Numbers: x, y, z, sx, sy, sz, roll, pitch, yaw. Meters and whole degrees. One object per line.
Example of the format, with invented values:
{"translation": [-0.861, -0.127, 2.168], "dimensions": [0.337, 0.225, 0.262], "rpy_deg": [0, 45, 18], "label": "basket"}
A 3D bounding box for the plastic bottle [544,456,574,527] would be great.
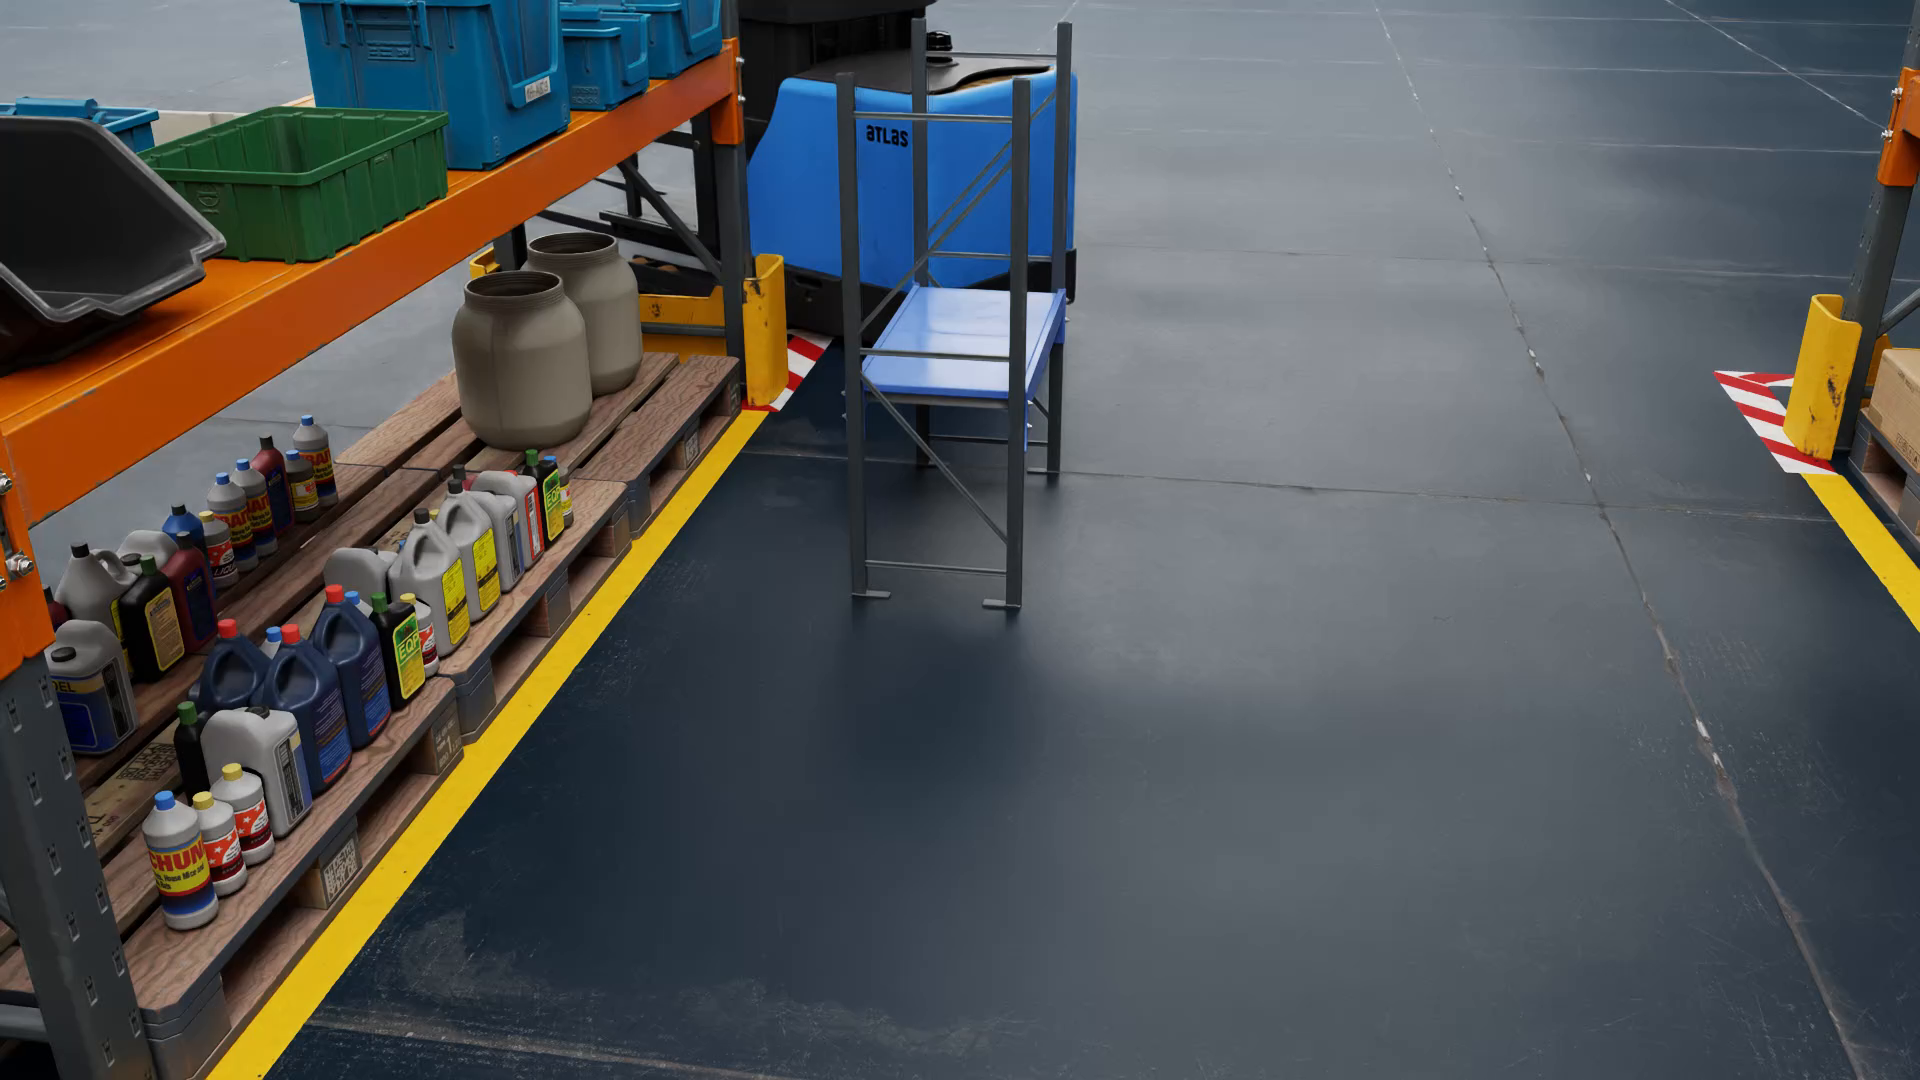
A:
{"translation": [-1.174, -0.144, 4.801], "dimensions": [0.097, 0.201, 0.097], "rpy_deg": [0, 25, 0], "label": "plastic bottle"}

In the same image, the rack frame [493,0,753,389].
{"translation": [-1.306, -2.011, 6.007], "dimensions": [1.000, 3.000, 0.127], "rpy_deg": [4, 25, 9], "label": "rack frame"}

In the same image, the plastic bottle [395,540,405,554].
{"translation": [-1.414, 0.097, 4.286], "dimensions": [0.097, 0.201, 0.097], "rpy_deg": [0, 25, 0], "label": "plastic bottle"}

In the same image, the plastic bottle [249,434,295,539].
{"translation": [-1.965, -0.150, 4.716], "dimensions": [0.061, 0.283, 0.133], "rpy_deg": [4, 25, 9], "label": "plastic bottle"}

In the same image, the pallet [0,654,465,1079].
{"translation": [-1.809, 0.647, 3.618], "dimensions": [1.003, 0.211, 1.213], "rpy_deg": [4, 25, 9], "label": "pallet"}

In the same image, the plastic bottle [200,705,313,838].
{"translation": [-1.450, 0.457, 3.430], "dimensions": [0.152, 0.276, 0.135], "rpy_deg": [5, 26, 10], "label": "plastic bottle"}

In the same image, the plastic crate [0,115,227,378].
{"translation": [-1.749, -0.520, 2.895], "dimensions": [0.767, 0.338, 0.504], "rpy_deg": [4, 25, 9], "label": "plastic crate"}

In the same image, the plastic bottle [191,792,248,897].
{"translation": [-1.459, 0.585, 3.244], "dimensions": [0.097, 0.201, 0.097], "rpy_deg": [0, 25, 0], "label": "plastic bottle"}

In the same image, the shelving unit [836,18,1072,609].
{"translation": [0.014, -0.715, 5.008], "dimensions": [0.538, 1.500, 1.048], "rpy_deg": [4, 25, 9], "label": "shelving unit"}

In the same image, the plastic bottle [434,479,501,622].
{"translation": [-1.288, 0.019, 4.276], "dimensions": [0.144, 0.351, 0.185], "rpy_deg": [5, 26, 11], "label": "plastic bottle"}

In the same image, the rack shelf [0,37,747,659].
{"translation": [-1.633, -0.848, 4.373], "dimensions": [1.077, 0.370, 4.000], "rpy_deg": [4, 25, 9], "label": "rack shelf"}

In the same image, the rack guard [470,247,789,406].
{"translation": [-1.272, -0.844, 6.462], "dimensions": [1.175, 0.500, 0.348], "rpy_deg": [4, 25, 9], "label": "rack guard"}

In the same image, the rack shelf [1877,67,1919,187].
{"translation": [3.253, -0.504, 3.636], "dimensions": [1.077, 0.370, 4.000], "rpy_deg": [4, 25, 9], "label": "rack shelf"}

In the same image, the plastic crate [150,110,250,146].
{"translation": [-1.945, -0.915, 3.978], "dimensions": [0.530, 0.136, 0.437], "rpy_deg": [4, 25, 9], "label": "plastic crate"}

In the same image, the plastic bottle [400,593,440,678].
{"translation": [-1.319, 0.226, 4.011], "dimensions": [0.097, 0.201, 0.097], "rpy_deg": [0, 25, 0], "label": "plastic bottle"}

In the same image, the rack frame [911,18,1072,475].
{"translation": [0.097, -0.928, 5.462], "dimensions": [0.500, 1.500, 0.032], "rpy_deg": [4, 25, 9], "label": "rack frame"}

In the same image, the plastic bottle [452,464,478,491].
{"translation": [-1.347, -0.085, 4.578], "dimensions": [0.061, 0.283, 0.133], "rpy_deg": [4, 25, 9], "label": "plastic bottle"}

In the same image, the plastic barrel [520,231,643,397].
{"translation": [-1.339, -0.794, 5.846], "dimensions": [0.421, 0.512, 0.421], "rpy_deg": [0, 25, 0], "label": "plastic barrel"}

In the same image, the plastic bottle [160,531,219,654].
{"translation": [-1.919, 0.128, 4.123], "dimensions": [0.061, 0.283, 0.133], "rpy_deg": [4, 25, 9], "label": "plastic bottle"}

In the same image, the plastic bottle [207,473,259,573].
{"translation": [-1.983, -0.052, 4.523], "dimensions": [0.097, 0.271, 0.097], "rpy_deg": [0, 25, 0], "label": "plastic bottle"}

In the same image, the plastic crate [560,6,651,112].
{"translation": [-1.205, -1.442, 4.968], "dimensions": [0.499, 0.251, 0.408], "rpy_deg": [4, 25, 9], "label": "plastic crate"}

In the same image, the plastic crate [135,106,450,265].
{"translation": [-1.460, -0.790, 3.649], "dimensions": [0.450, 0.188, 0.662], "rpy_deg": [4, 25, 9], "label": "plastic crate"}

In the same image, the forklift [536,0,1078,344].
{"translation": [-0.955, -2.563, 7.269], "dimensions": [3.031, 2.935, 1.130], "rpy_deg": [19, 31, 35], "label": "forklift"}

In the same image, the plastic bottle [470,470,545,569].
{"translation": [-1.242, -0.074, 4.564], "dimensions": [0.152, 0.276, 0.135], "rpy_deg": [4, 25, 9], "label": "plastic bottle"}

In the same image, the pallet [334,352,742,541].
{"translation": [-1.410, -0.373, 5.799], "dimensions": [1.003, 0.211, 1.213], "rpy_deg": [4, 25, 9], "label": "pallet"}

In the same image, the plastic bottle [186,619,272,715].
{"translation": [-1.561, 0.344, 3.583], "dimensions": [0.144, 0.351, 0.185], "rpy_deg": [4, 25, 9], "label": "plastic bottle"}

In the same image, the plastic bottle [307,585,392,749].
{"translation": [-1.388, 0.275, 3.730], "dimensions": [0.144, 0.351, 0.185], "rpy_deg": [3, 25, 6], "label": "plastic bottle"}

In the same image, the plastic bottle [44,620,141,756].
{"translation": [-1.958, 0.327, 3.708], "dimensions": [0.152, 0.276, 0.135], "rpy_deg": [4, 25, 9], "label": "plastic bottle"}

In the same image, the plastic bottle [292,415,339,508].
{"translation": [-1.910, -0.238, 4.919], "dimensions": [0.097, 0.271, 0.097], "rpy_deg": [0, 25, 0], "label": "plastic bottle"}

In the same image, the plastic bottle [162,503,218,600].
{"translation": [-2.016, 0.032, 4.342], "dimensions": [0.097, 0.271, 0.097], "rpy_deg": [0, 25, 0], "label": "plastic bottle"}

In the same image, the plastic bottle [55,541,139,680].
{"translation": [-2.055, 0.158, 3.980], "dimensions": [0.144, 0.351, 0.185], "rpy_deg": [4, 25, 8], "label": "plastic bottle"}

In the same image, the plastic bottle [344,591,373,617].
{"translation": [-1.401, 0.247, 3.884], "dimensions": [0.097, 0.271, 0.097], "rpy_deg": [0, 25, 0], "label": "plastic bottle"}
